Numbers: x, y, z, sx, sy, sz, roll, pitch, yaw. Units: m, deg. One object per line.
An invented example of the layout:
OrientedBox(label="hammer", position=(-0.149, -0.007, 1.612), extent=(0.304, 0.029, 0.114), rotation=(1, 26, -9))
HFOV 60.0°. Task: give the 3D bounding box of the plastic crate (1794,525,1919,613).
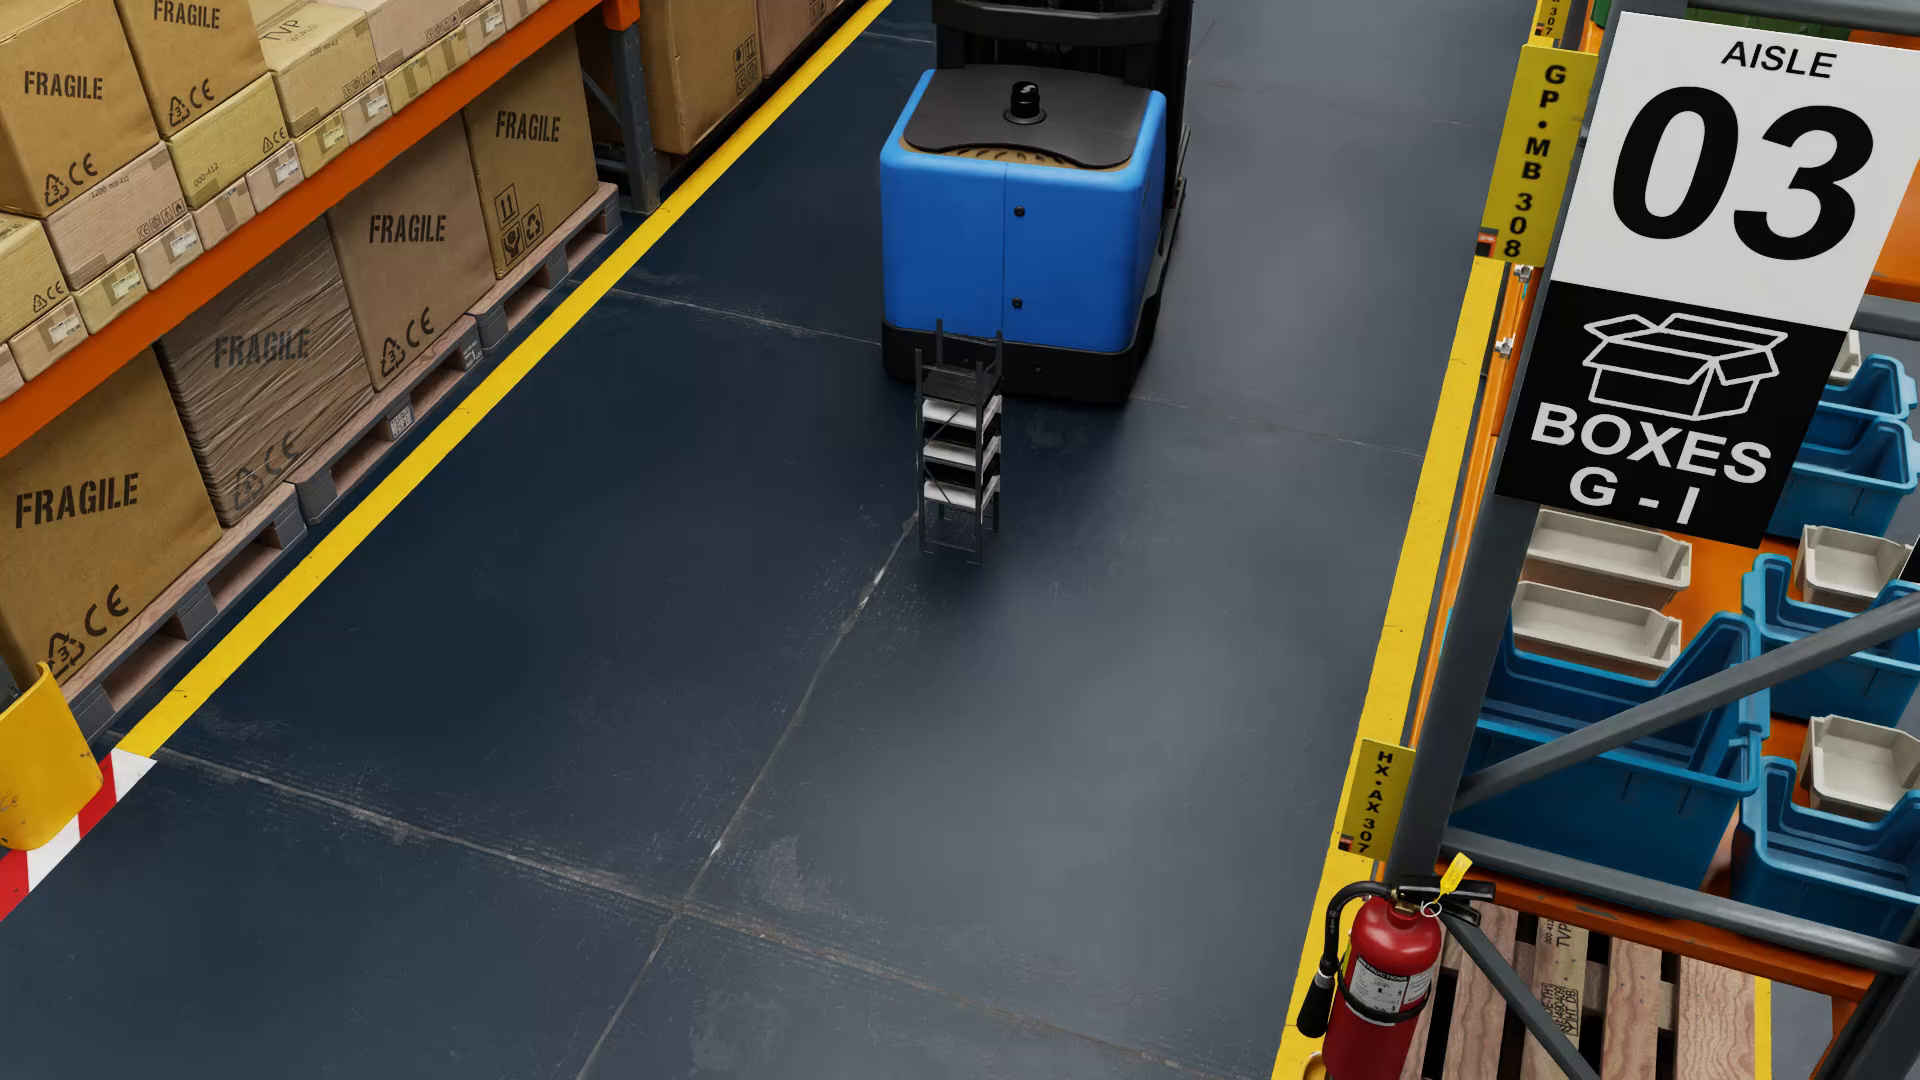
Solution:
OrientedBox(label="plastic crate", position=(2.141, 0.090, 3.991), extent=(0.250, 0.136, 0.298), rotation=(13, 42, 15))

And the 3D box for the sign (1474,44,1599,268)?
OrientedBox(label="sign", position=(0.805, -0.533, 2.333), extent=(0.100, 0.325, 0.005), rotation=(13, 42, 15))

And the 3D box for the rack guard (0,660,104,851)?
OrientedBox(label="rack guard", position=(-3.335, 0.547, 5.224), extent=(1.175, 0.500, 0.348), rotation=(13, 42, 15))

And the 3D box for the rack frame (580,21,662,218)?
OrientedBox(label="rack frame", position=(-1.959, -2.858, 7.289), extent=(1.000, 3.000, 0.127), rotation=(13, 42, 15))

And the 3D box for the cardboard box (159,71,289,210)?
OrientedBox(label="cardboard box", position=(-2.562, -1.332, 5.386), extent=(0.500, 0.250, 0.500), rotation=(12, 42, 14))

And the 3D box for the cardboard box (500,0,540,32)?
OrientedBox(label="cardboard box", position=(-1.931, -2.190, 6.700), extent=(0.380, 0.149, 0.250), rotation=(13, 42, 14))

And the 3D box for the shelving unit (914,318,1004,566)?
OrientedBox(label="shelving unit", position=(-0.003, -0.337, 5.952), extent=(0.258, 0.900, 0.210), rotation=(13, 42, 15))

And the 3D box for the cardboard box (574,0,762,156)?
OrientedBox(label="cardboard box", position=(-1.759, -2.604, 8.305), extent=(1.225, 0.875, 0.875), rotation=(13, 42, 15))

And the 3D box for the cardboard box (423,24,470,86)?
OrientedBox(label="cardboard box", position=(-2.107, -1.876, 6.332), extent=(0.380, 0.149, 0.250), rotation=(14, 42, 16))

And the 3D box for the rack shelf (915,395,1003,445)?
OrientedBox(label="rack shelf", position=(-0.003, -0.449, 5.857), extent=(0.258, 0.077, 0.200), rotation=(13, 42, 15))

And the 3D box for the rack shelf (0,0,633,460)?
OrientedBox(label="rack shelf", position=(-2.643, -1.365, 6.093), extent=(1.077, 0.370, 4.000), rotation=(13, 42, 15))

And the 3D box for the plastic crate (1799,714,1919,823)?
OrientedBox(label="plastic crate", position=(1.909, 0.503, 3.506), extent=(0.250, 0.136, 0.298), rotation=(13, 42, 15))

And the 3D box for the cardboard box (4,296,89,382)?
OrientedBox(label="cardboard box", position=(-2.809, -0.623, 4.863), extent=(0.380, 0.149, 0.250), rotation=(13, 42, 14))

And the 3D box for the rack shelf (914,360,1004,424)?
OrientedBox(label="rack shelf", position=(-0.003, -0.517, 5.799), extent=(0.258, 0.077, 0.200), rotation=(13, 42, 15))

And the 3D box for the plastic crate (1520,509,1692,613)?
OrientedBox(label="plastic crate", position=(1.549, 0.047, 4.041), extent=(0.396, 0.136, 0.243), rotation=(13, 42, 15))

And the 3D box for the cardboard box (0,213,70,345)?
OrientedBox(label="cardboard box", position=(-2.909, -0.707, 4.655), extent=(0.500, 0.250, 0.500), rotation=(12, 42, 14))

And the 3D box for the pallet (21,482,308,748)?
OrientedBox(label="pallet", position=(-3.127, 0.137, 5.927), extent=(1.003, 0.211, 1.213), rotation=(13, 42, 15))

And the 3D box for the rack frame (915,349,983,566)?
OrientedBox(label="rack frame", position=(-0.038, -0.275, 5.879), extent=(0.240, 0.900, 0.006), rotation=(13, 42, 15))

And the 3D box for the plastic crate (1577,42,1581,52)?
OrientedBox(label="plastic crate", position=(2.154, -1.317, 5.387), extent=(0.402, 0.464, 0.583), rotation=(13, 42, 15))

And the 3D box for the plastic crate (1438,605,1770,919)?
OrientedBox(label="plastic crate", position=(1.266, 0.399, 3.398), extent=(0.616, 0.435, 0.499), rotation=(13, 42, 15))

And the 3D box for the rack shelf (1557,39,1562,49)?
OrientedBox(label="rack shelf", position=(3.379, -2.705, 7.664), extent=(1.077, 0.370, 4.000), rotation=(13, 42, 15))

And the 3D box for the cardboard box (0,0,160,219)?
OrientedBox(label="cardboard box", position=(-2.738, -1.298, 4.769), extent=(0.500, 0.500, 0.500), rotation=(12, 42, 14))

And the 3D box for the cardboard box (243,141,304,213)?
OrientedBox(label="cardboard box", position=(-2.458, -1.251, 5.599), extent=(0.380, 0.149, 0.250), rotation=(13, 42, 15))

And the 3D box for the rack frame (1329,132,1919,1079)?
OrientedBox(label="rack frame", position=(1.327, 0.681, 3.141), extent=(1.000, 3.000, 0.127), rotation=(13, 42, 15))

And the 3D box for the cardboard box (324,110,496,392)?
OrientedBox(label="cardboard box", position=(-2.568, -1.276, 6.748), extent=(0.875, 0.875, 0.875), rotation=(13, 42, 15))

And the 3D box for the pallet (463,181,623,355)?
OrientedBox(label="pallet", position=(-2.293, -1.351, 7.671), extent=(1.003, 0.211, 1.213), rotation=(13, 42, 15))

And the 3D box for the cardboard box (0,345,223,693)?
OrientedBox(label="cardboard box", position=(-3.183, -0.178, 5.461), extent=(0.875, 0.875, 0.875), rotation=(13, 42, 15))

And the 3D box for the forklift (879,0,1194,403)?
OrientedBox(label="forklift", position=(0.491, -2.638, 7.084), extent=(1.130, 2.935, 3.031), rotation=(8, 41, 9))

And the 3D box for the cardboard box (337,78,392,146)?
OrientedBox(label="cardboard box", position=(-2.283, -1.565, 5.967), extent=(0.380, 0.149, 0.250), rotation=(14, 42, 16))

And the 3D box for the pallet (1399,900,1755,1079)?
OrientedBox(label="pallet", position=(1.646, 1.247, 4.626), extent=(1.003, 0.211, 1.213), rotation=(13, 42, 15))

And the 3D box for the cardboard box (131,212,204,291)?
OrientedBox(label="cardboard box", position=(-2.634, -0.939, 5.233), extent=(0.380, 0.149, 0.250), rotation=(13, 42, 14))

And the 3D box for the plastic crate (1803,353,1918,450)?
OrientedBox(label="plastic crate", position=(2.274, -0.342, 4.423), extent=(0.416, 0.233, 0.300), rotation=(13, 42, 15))

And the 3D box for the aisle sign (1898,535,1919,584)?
OrientedBox(label="aisle sign", position=(1.582, -0.198, 2.169), extent=(0.394, 0.787, 0.004), rotation=(13, 42, 15))

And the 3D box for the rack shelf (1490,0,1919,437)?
OrientedBox(label="rack shelf", position=(2.011, -1.407, 3.831), extent=(1.077, 0.370, 4.000), rotation=(13, 42, 15))

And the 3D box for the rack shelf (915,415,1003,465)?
OrientedBox(label="rack shelf", position=(-0.003, -0.380, 5.915), extent=(0.258, 0.077, 0.200), rotation=(13, 42, 15))

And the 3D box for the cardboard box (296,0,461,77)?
OrientedBox(label="cardboard box", position=(-2.213, -1.959, 6.122), extent=(0.500, 0.250, 0.500), rotation=(14, 42, 16))

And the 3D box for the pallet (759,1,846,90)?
OrientedBox(label="pallet", position=(-1.351, -3.031, 9.640), extent=(1.003, 0.211, 1.213), rotation=(13, 42, 15))

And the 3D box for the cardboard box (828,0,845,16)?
OrientedBox(label="cardboard box", position=(-1.159, -3.691, 9.579), extent=(1.225, 0.875, 0.875), rotation=(13, 42, 15))

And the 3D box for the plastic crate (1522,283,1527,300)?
OrientedBox(label="plastic crate", position=(1.789, -0.588, 4.711), extent=(0.416, 0.233, 0.300), rotation=(13, 42, 15))
